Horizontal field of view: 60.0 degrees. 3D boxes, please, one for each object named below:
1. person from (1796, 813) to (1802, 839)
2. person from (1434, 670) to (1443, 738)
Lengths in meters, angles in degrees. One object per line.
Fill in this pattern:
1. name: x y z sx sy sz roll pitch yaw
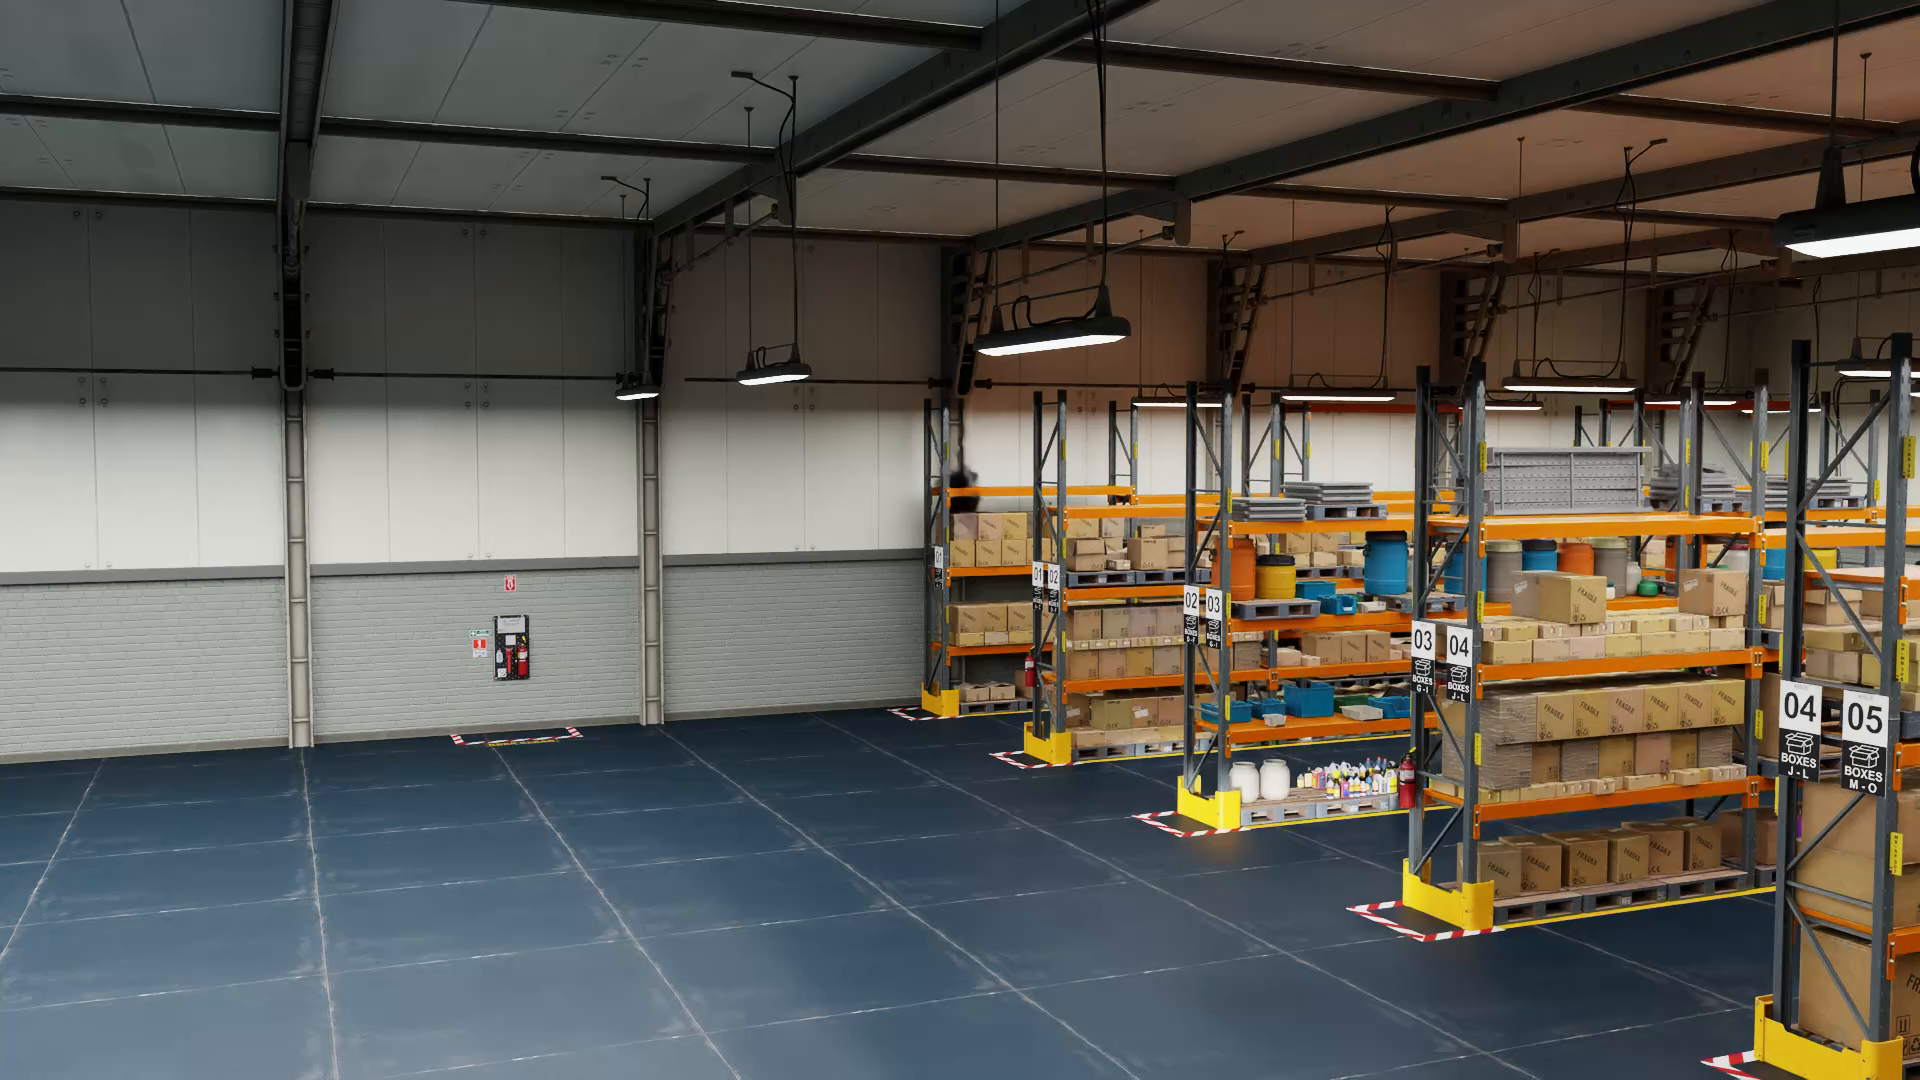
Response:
1. person: 8.556 3.304 16.430 0.890 1.796 0.640 -2 4 -32
2. person: 7.529 2.725 26.421 0.902 1.748 0.653 -1 4 -24
